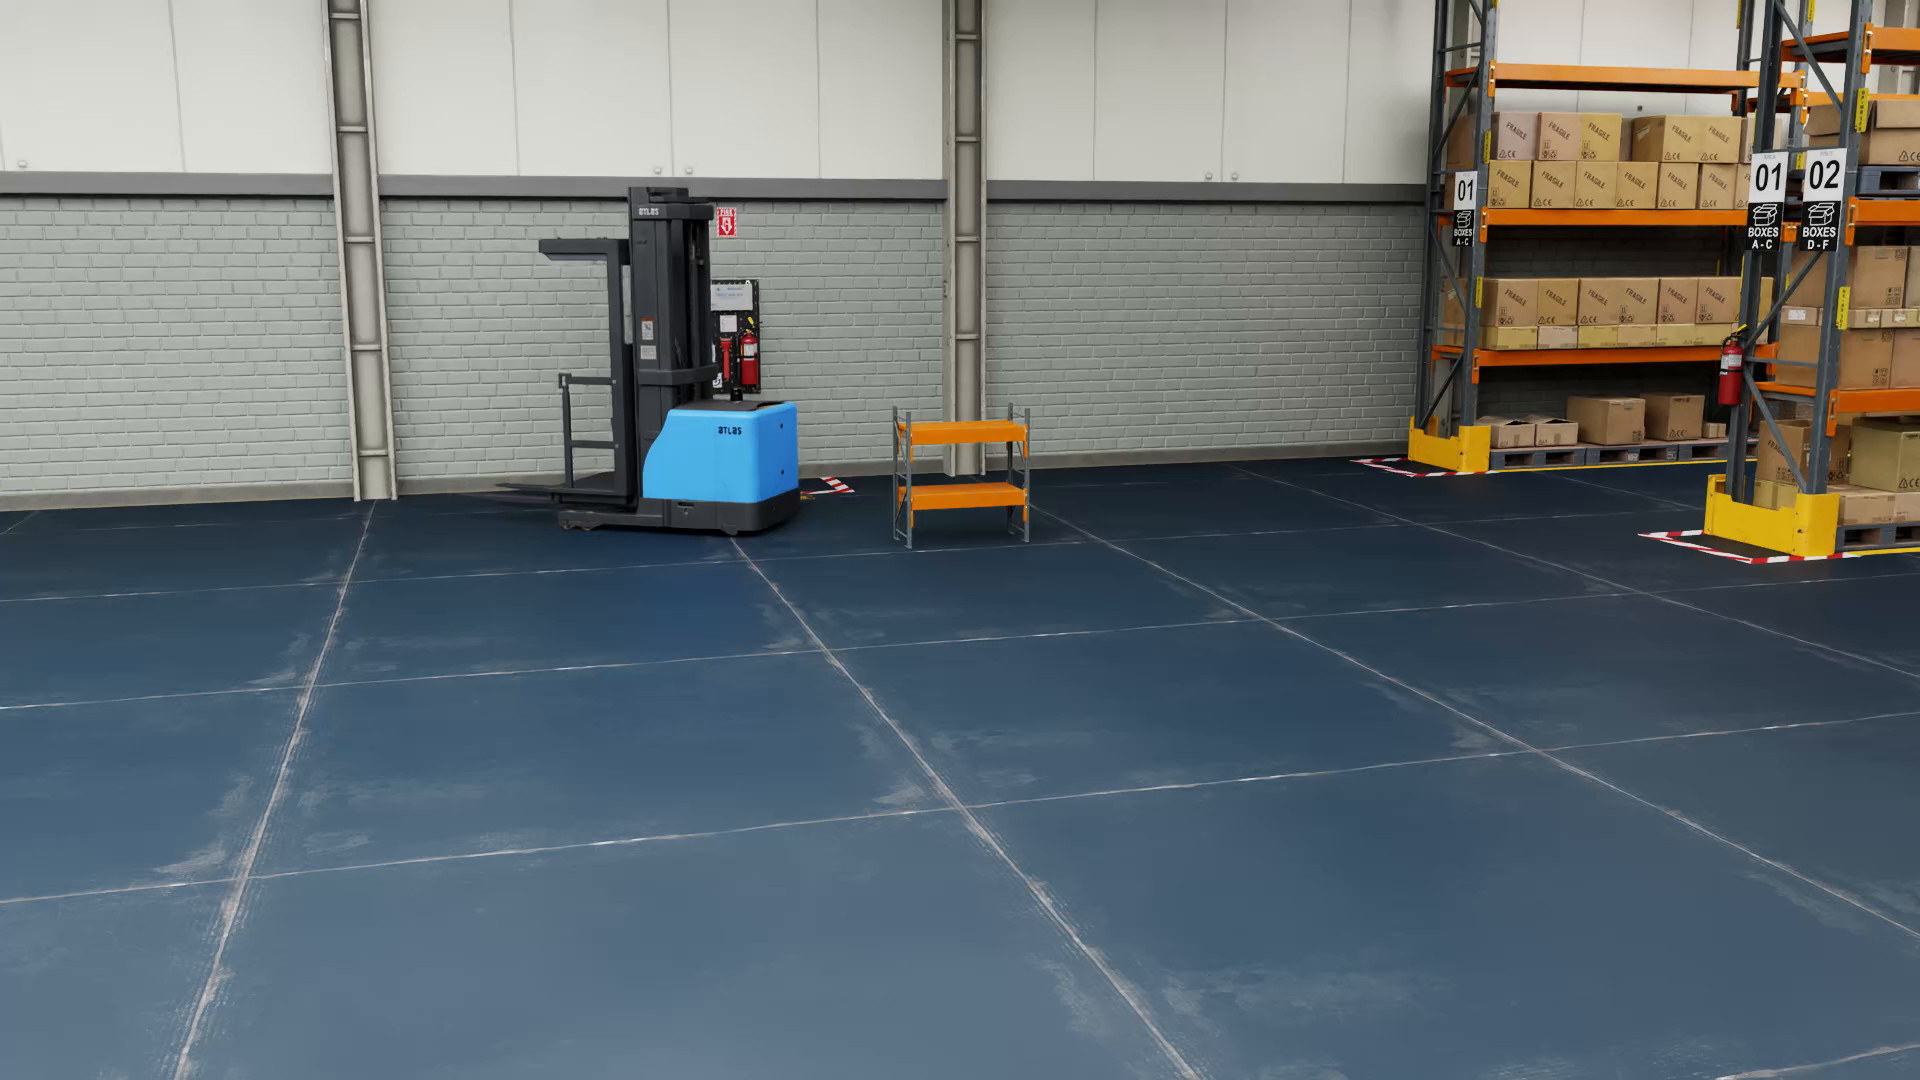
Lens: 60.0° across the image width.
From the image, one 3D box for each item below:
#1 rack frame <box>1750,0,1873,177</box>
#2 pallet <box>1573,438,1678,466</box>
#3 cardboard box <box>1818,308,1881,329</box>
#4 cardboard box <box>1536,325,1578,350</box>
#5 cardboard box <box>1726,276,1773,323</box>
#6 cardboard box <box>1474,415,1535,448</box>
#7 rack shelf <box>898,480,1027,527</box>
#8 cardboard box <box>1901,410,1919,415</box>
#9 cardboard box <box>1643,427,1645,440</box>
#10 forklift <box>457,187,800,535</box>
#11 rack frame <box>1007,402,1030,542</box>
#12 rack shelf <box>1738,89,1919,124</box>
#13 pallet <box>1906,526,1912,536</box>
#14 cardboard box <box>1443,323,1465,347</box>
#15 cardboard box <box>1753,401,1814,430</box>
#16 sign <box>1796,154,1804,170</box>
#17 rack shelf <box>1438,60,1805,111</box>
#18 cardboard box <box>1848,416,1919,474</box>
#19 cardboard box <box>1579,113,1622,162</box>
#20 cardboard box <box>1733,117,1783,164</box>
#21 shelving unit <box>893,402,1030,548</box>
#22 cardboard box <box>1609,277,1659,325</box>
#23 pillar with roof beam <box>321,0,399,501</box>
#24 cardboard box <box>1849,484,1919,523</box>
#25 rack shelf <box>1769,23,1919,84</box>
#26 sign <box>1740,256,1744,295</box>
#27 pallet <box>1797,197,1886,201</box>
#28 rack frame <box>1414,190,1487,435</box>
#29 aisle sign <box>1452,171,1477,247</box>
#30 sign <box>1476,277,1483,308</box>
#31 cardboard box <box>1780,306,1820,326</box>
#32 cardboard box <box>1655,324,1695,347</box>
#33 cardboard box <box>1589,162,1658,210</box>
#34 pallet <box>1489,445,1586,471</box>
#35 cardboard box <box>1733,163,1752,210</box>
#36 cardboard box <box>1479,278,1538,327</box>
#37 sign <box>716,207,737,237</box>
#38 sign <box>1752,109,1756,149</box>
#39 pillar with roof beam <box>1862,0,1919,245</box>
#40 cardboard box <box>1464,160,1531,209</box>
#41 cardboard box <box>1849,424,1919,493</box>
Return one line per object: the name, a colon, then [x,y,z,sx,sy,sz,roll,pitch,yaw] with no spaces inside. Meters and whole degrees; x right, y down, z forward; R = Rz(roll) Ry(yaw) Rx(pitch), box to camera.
rack frame: [6.765,-4.399,13.089,0.127,3.000,1.000,-3,11,-16]
pallet: [7.409,-1.038,19.104,1.213,0.211,1.003,-3,11,-16]
cardboard box: [7.202,-1.800,13.469,0.250,0.149,0.380,-3,11,-16]
cardboard box: [6.428,-2.244,18.311,0.500,0.250,0.500,-3,11,-18]
cardboard box: [8.850,-2.739,18.930,0.500,0.500,0.500,-3,11,-16]
cardboard box: [6.066,-1.223,18.617,0.500,0.311,0.500,-4,11,-22]
rack shelf: [0.006,-0.313,13.991,1.000,0.278,0.538,-3,11,-16]
cardboard box: [11.385,-1.620,20.252,0.500,0.500,0.700,-3,11,-16]
cardboard box: [7.676,-1.249,19.206,0.250,0.149,0.380,-4,11,-21]
forklift: [-3.011,-1.612,14.710,3.031,2.935,1.130,3,11,17]
rack frame: [0.495,-0.579,14.086,0.032,1.125,0.500,-3,11,-16]
rack shelf: [11.137,-5.013,19.516,4.000,0.370,1.077,-3,11,-16]
pallet: [8.656,-0.185,14.466,1.213,0.211,1.003,-3,11,-16]
cardboard box: [5.771,-2.303,18.632,0.500,0.250,0.500,-3,11,-15]
cardboard box: [9.919,-1.539,19.813,0.500,0.500,0.700,-3,11,-14]
sign: [9.376,-4.148,18.580,0.005,0.325,0.100,-3,11,-16]
rack shelf: [7.297,-5.006,18.381,4.000,0.370,1.077,-3,11,-16]
cardboard box: [8.152,-0.804,14.492,0.500,0.500,0.500,-3,11,-16]
cardboard box: [6.799,-4.358,18.054,0.500,0.500,0.500,-3,11,-14]
cardboard box: [8.812,-4.466,18.641,0.500,0.500,0.500,-4,11,-21]
shelving unit: [0.006,-0.554,13.946,1.048,1.125,0.538,-3,11,-16]
cardboard box: [7.386,-2.663,18.516,0.500,0.500,0.500,-3,11,-14]
pillar with roof beam: [-4.512,-4.090,11.411,0.400,9.000,9.100,-3,11,-16]
cardboard box: [7.821,-0.318,13.921,0.500,0.250,0.500,-3,11,-16]
rack shelf: [8.685,-3.950,13.740,4.000,0.370,1.077,-3,11,-16]
sign: [6.626,-2.230,14.022,0.005,0.325,0.100,-3,11,-16]
pallet: [9.840,-3.908,19.223,1.003,0.211,1.213,-3,11,-16]
rack frame: [5.376,-2.310,18.309,0.127,3.000,1.000,-3,11,-16]
aisle sign: [5.391,-3.533,17.770,0.004,0.787,0.394,-3,11,-16]
sign: [5.528,-2.641,17.718,0.005,0.325,0.100,-3,11,-16]
cardboard box: [7.078,-1.870,13.849,0.250,0.149,0.380,-3,11,-17]
cardboard box: [7.888,-2.320,18.722,0.500,0.250,0.500,-3,11,-16]
cardboard box: [7.299,-3.896,18.310,0.500,0.500,0.500,-2,11,-12]
pallet: [6.239,-0.977,18.772,1.213,0.211,1.003,-3,11,-16]
cardboard box: [8.799,-3.978,18.753,0.500,0.500,0.500,-3,11,-14]
cardboard box: [5.919,-2.587,18.100,0.500,0.500,0.500,-3,11,-16]
sign: [-2.373,-3.231,16.907,0.199,0.298,0.001,-3,11,-16]
sign: [6.626,-3.416,13.804,0.005,0.325,0.100,-3,11,-16]
pillar with roof beam: [12.771,-5.001,16.359,0.400,9.000,9.100,-3,11,-16]
cardboard box: [5.767,-3.818,17.882,0.500,0.500,0.500,-3,11,-14]
cardboard box: [7.821,-0.686,13.852,0.500,0.500,0.500,-3,11,-16]
